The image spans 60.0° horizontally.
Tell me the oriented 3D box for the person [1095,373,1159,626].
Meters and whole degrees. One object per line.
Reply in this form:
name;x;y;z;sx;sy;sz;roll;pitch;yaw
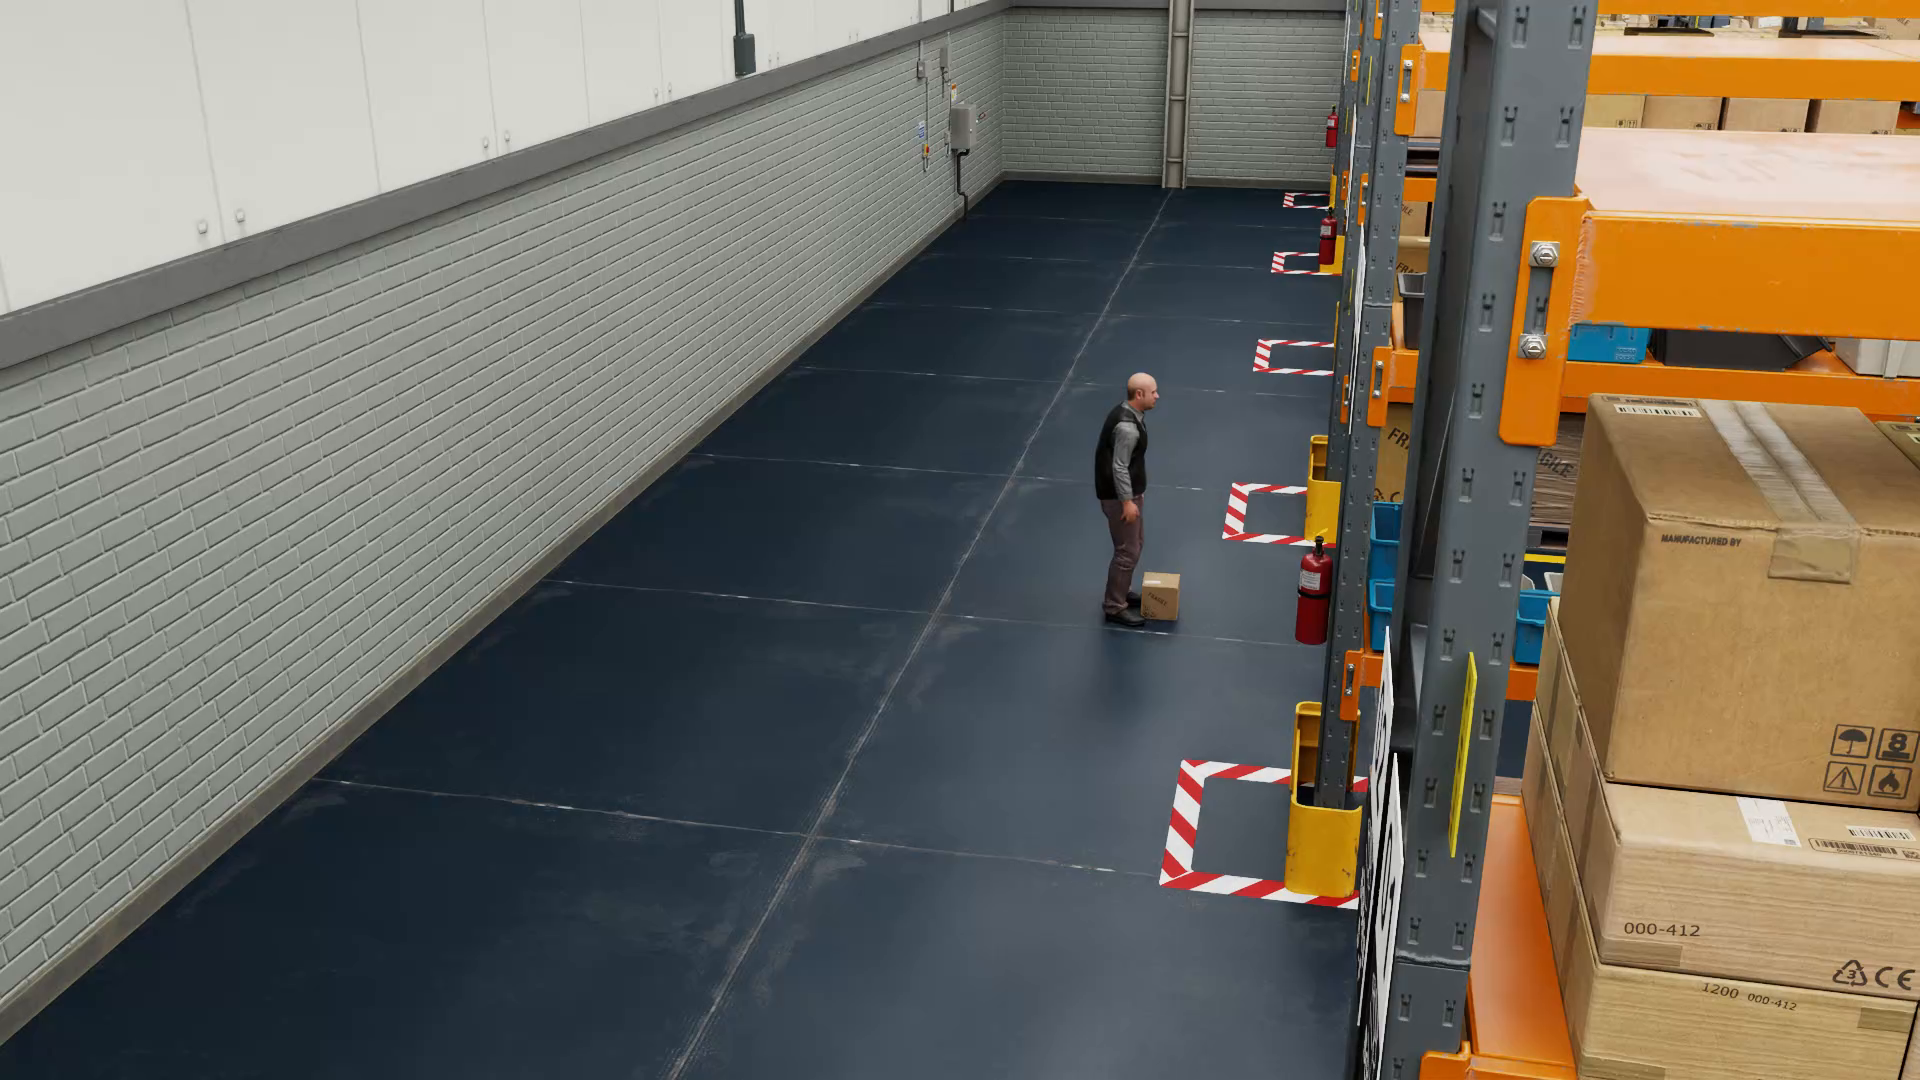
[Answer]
person;1.127;-0.309;11.406;0.412;1.720;0.584;4;22;10
